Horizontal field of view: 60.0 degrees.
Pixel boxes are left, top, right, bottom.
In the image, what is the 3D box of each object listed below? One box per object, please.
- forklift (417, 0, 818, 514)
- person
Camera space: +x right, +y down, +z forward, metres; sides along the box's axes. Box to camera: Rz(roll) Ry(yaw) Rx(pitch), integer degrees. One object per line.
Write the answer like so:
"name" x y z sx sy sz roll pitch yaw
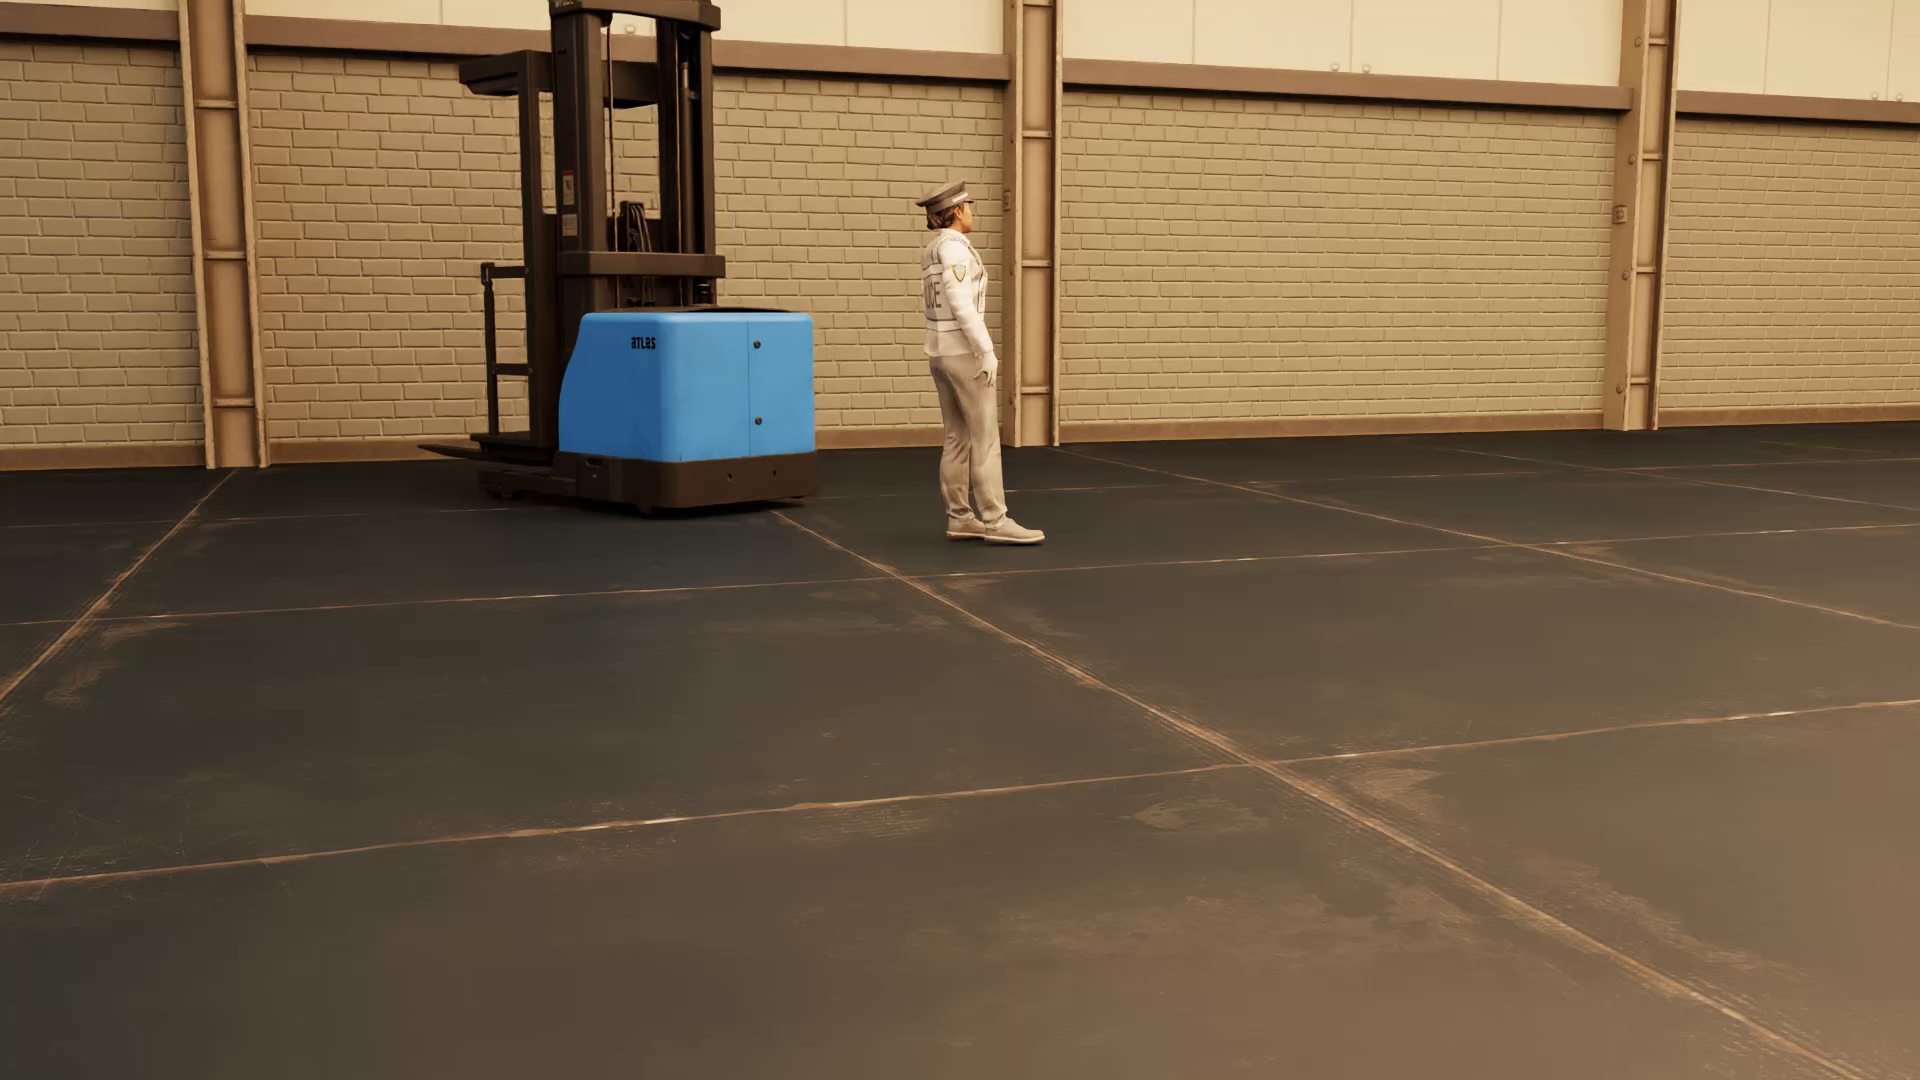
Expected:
"forklift" -2.199 -1.731 9.778 3.031 2.935 1.130 7 11 44
"person" 0.068 -0.849 7.824 0.529 1.694 0.587 -3 8 -18
